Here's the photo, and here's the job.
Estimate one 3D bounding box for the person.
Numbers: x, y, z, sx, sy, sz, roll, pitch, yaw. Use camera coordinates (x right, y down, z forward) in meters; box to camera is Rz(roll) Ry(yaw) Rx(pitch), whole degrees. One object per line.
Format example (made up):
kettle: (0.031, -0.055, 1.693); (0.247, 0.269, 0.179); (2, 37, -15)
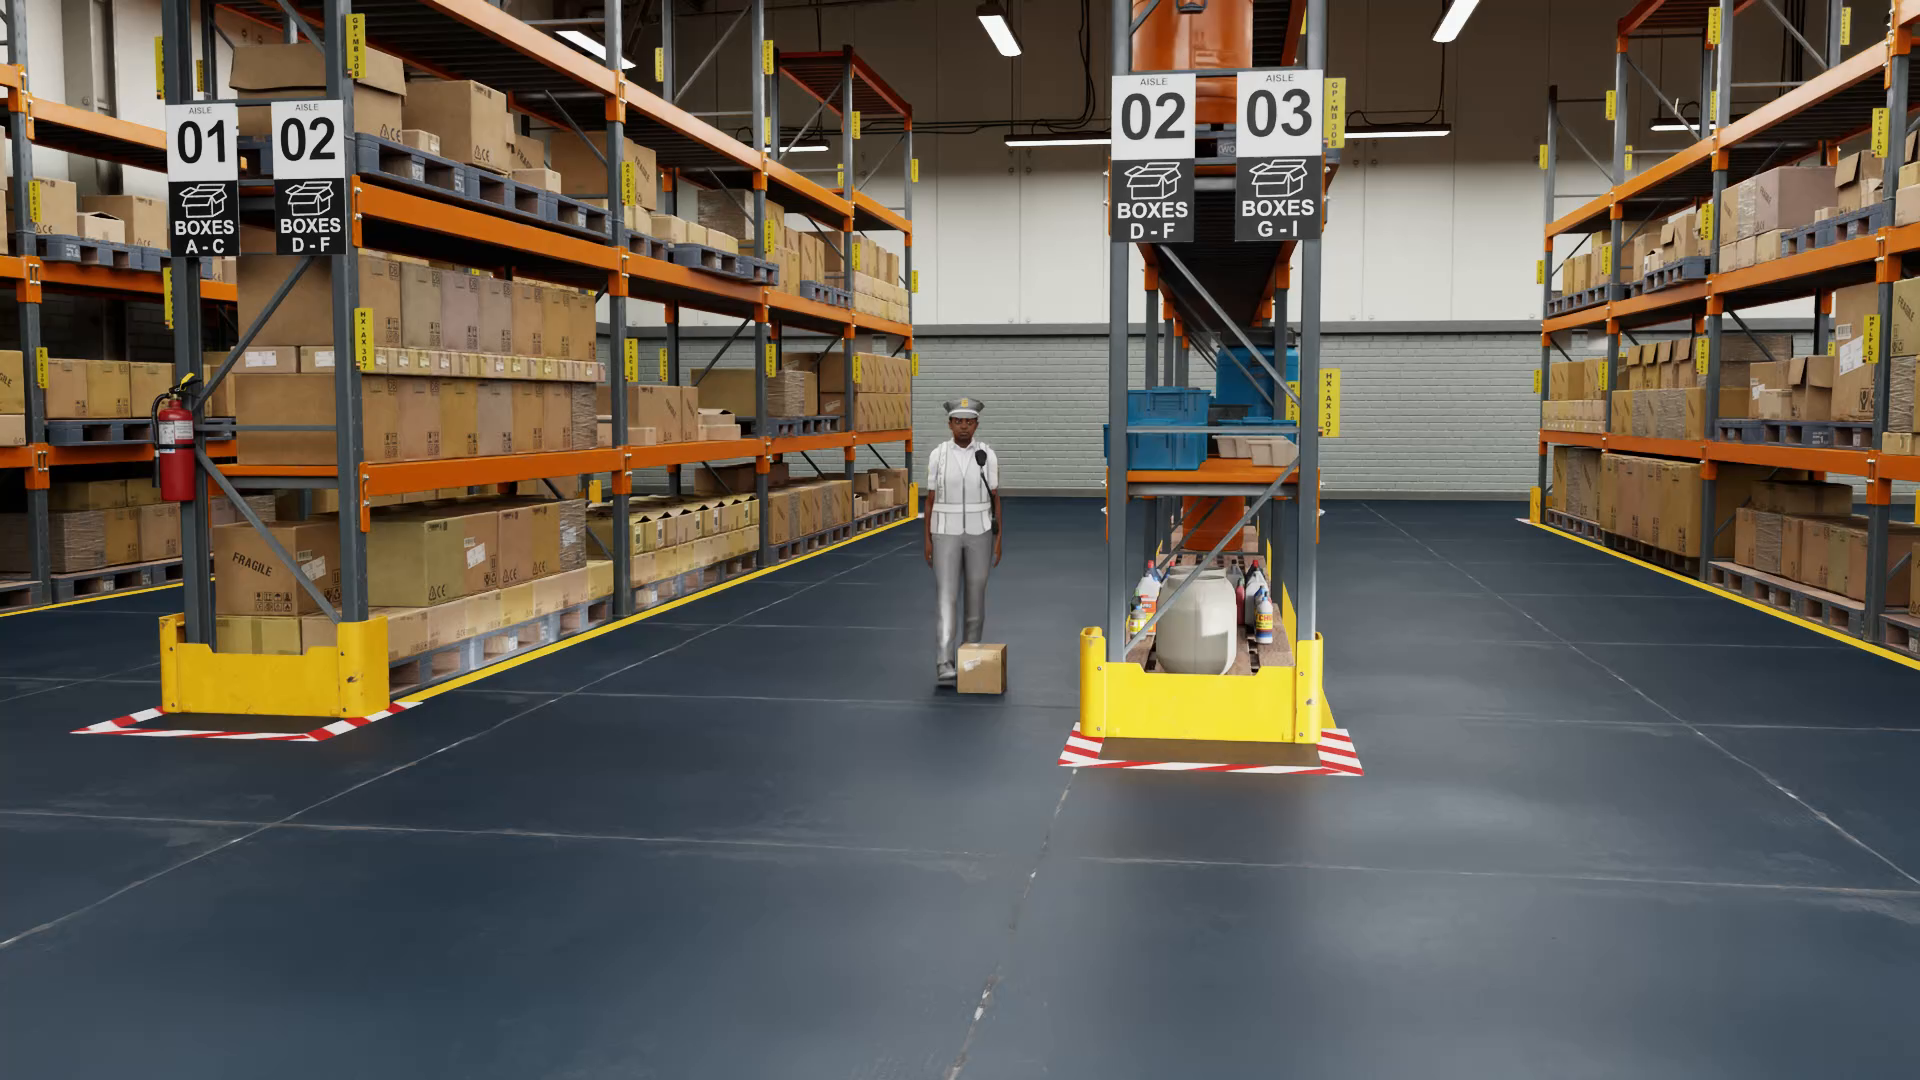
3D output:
person: (0.029, -0.005, 9.789); (0.462, 1.673, 0.694); (0, 5, -4)
